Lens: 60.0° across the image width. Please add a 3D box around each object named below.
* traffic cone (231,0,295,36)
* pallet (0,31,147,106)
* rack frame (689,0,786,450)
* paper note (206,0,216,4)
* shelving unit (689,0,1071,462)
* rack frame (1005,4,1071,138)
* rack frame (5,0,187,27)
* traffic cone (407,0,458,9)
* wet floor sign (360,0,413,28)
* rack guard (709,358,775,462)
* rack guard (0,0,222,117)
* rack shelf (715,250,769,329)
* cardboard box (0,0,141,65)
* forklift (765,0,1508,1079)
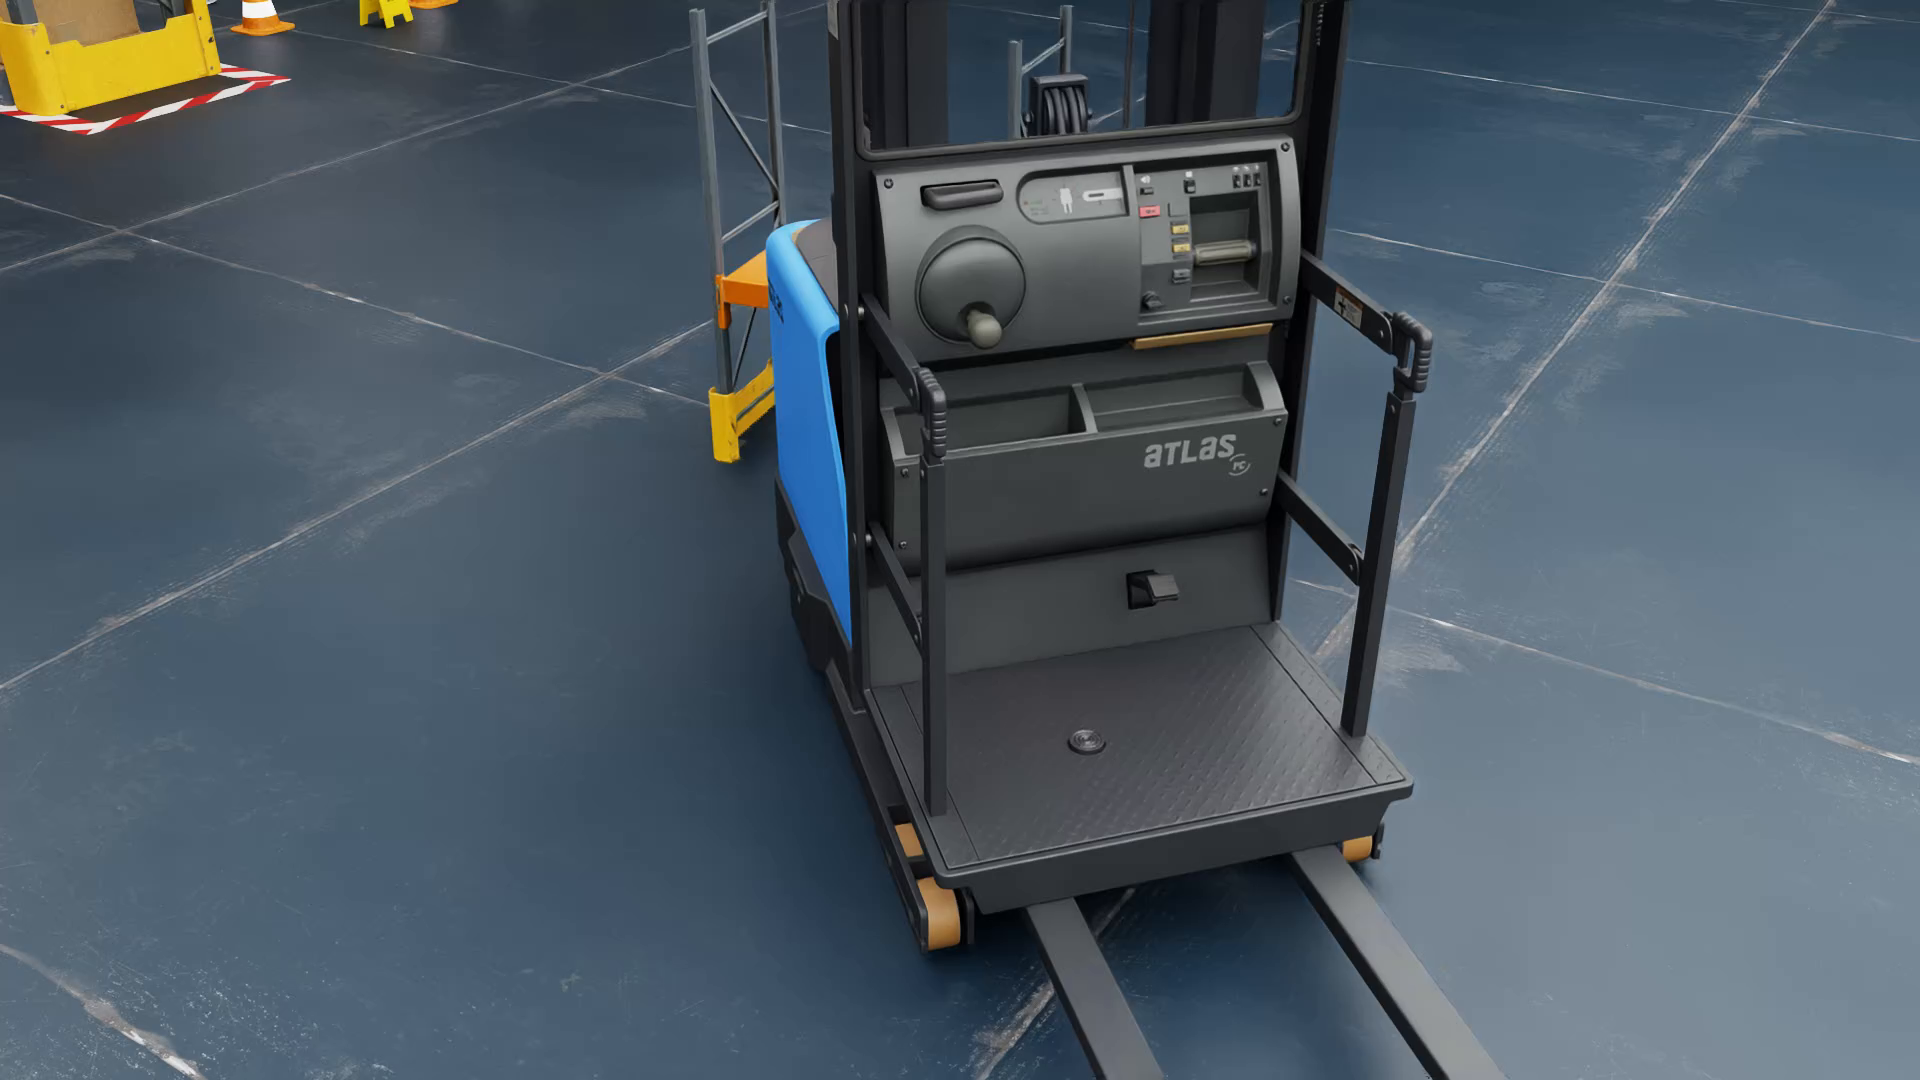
[{"bbox_3d":[-4.649,-3.610,10.979,0.334,0.463,0.336,18,35,27],"label":"traffic cone"},{"bbox_3d":[-5.673,-2.934,10.070,1.213,0.211,1.003,18,35,27],"label":"pallet"},{"bbox_3d":[-0.711,-1.058,5.575,0.032,1.500,0.500,11,32,18],"label":"rack frame"},{"bbox_3d":[-5.345,-3.808,11.749,0.144,0.017,0.142,-21,36,-32],"label":"paper note"},{"bbox_3d":[-0.246,-0.966,5.418,1.083,1.500,0.587,11,32,18],"label":"shelving unit"},{"bbox_3d":[0.236,-0.871,5.255,0.032,1.500,0.500,11,32,18],"label":"rack frame"},{"bbox_3d":[-4.954,-3.958,9.057,0.127,3.000,1.000,18,35,27],"label":"rack frame"},{"bbox_3d":[-3.760,-4.002,11.650,0.334,0.463,0.336,18,35,27],"label":"traffic cone"},{"bbox_3d":[-3.877,-3.778,11.086,0.232,0.644,0.267,12,32,19],"label":"wet floor sign"},{"bbox_3d":[-0.710,-0.518,5.890,0.087,0.250,0.587,11,32,18],"label":"rack guard"},{"bbox_3d":[-4.934,-2.872,9.676,0.348,0.500,1.175,18,35,27],"label":"rack guard"},{"bbox_3d":[-0.237,-0.809,5.506,1.000,0.185,0.538,11,32,18],"label":"rack shelf"},{"bbox_3d":[-5.564,-3.375,9.750,0.875,0.875,0.875,18,35,28],"label":"cardboard box"},{"bbox_3d":[0.346,-0.579,3.334,1.130,2.935,3.031,-8,31,-14],"label":"forklift"}]
